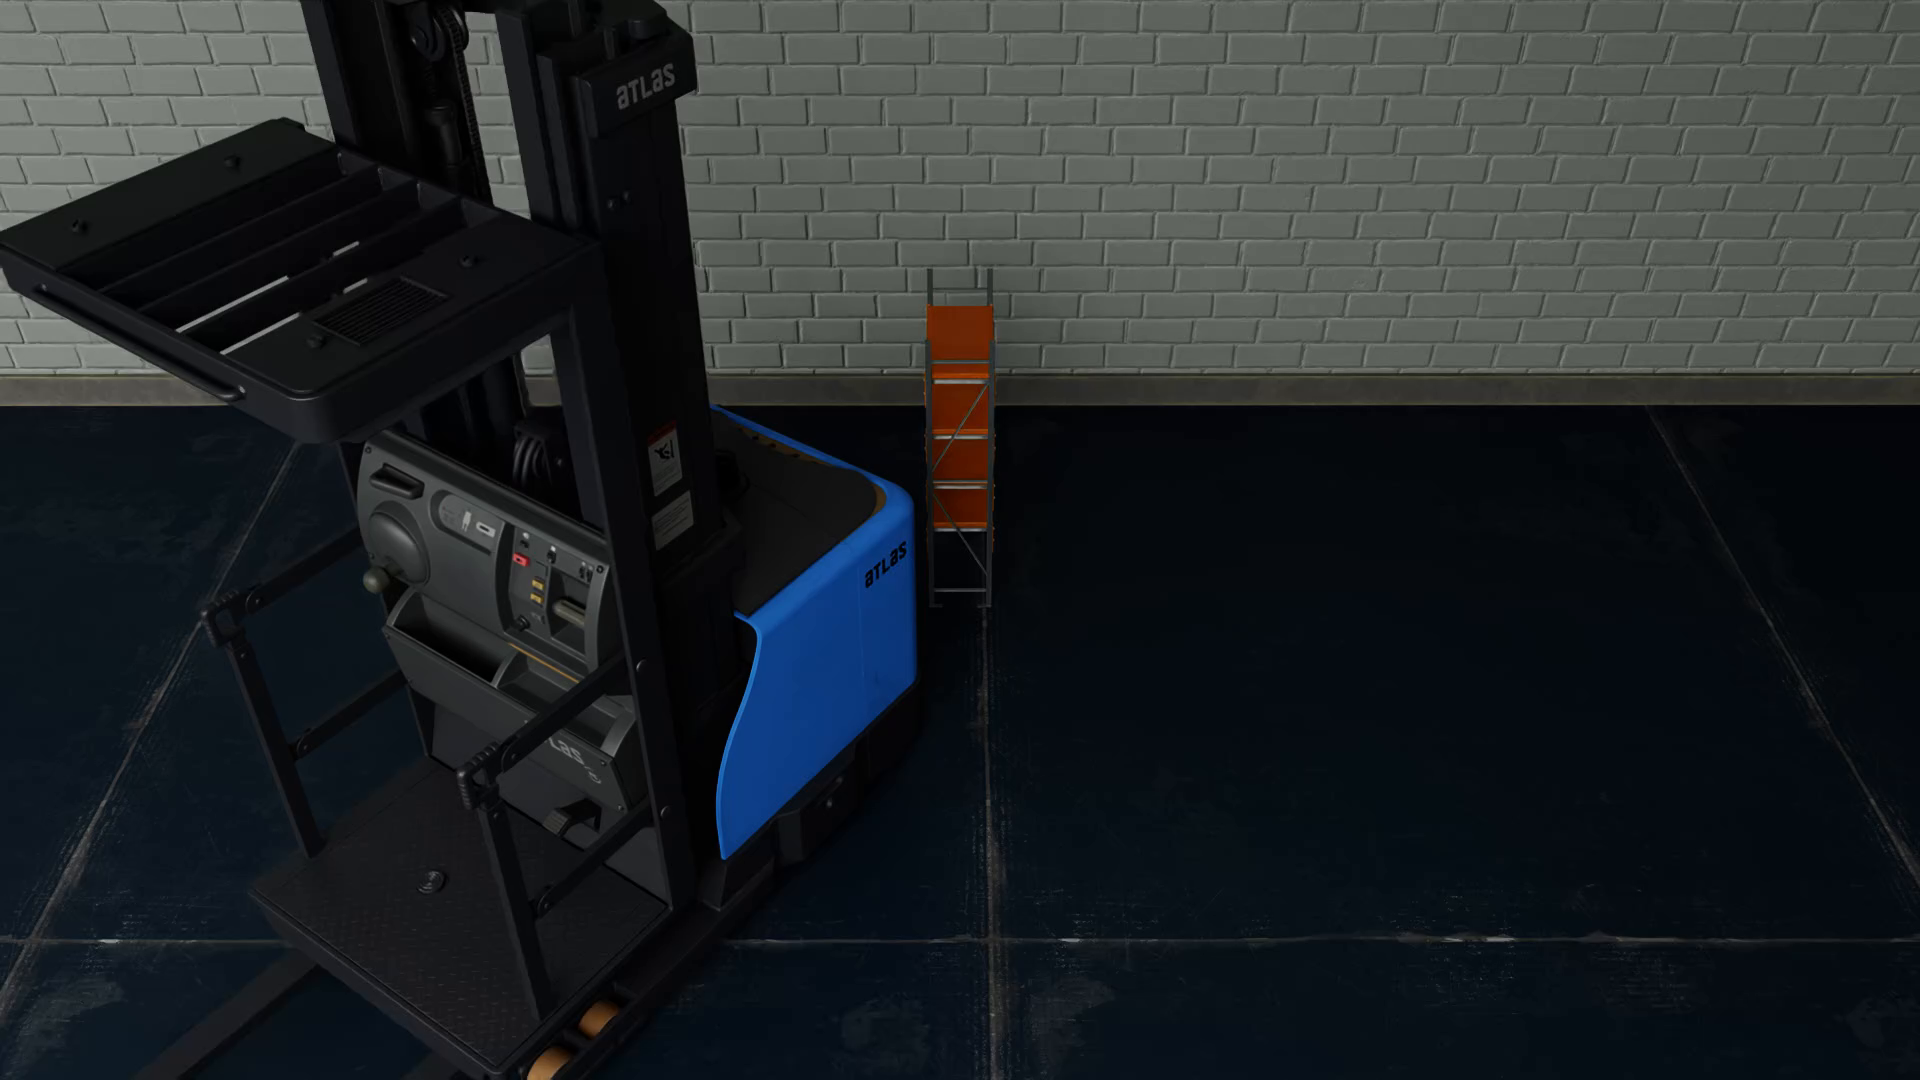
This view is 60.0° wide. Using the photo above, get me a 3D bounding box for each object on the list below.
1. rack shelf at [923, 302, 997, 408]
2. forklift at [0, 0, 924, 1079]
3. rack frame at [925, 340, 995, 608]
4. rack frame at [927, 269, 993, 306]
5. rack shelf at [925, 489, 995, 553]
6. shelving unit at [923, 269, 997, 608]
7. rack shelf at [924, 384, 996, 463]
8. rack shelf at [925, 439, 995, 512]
[{"bbox_3d":[0.000,-0.671,6.000,0.258,0.148,0.480,0,39,0],"label":"rack shelf"},{"bbox_3d":[-1.391,0.118,4.259,1.130,2.935,3.031,24,45,27],"label":"forklift"},{"bbox_3d":[0.000,-0.212,6.055,0.240,1.200,0.015,0,39,0],"label":"rack frame"},{"bbox_3d":[0.000,-0.517,6.436,0.240,1.200,0.015,0,39,0],"label":"rack frame"},{"bbox_3d":[0.000,-0.157,6.412,0.258,0.148,0.480,0,39,0],"label":"rack shelf"},{"bbox_3d":[0.000,-0.365,6.246,0.258,1.200,0.503,0,39,0],"label":"shelving unit"},{"bbox_3d":[0.000,-0.487,6.148,0.258,0.148,0.480,0,39,0],"label":"rack shelf"},{"bbox_3d":[0.000,-0.312,6.288,0.258,0.148,0.480,0,39,0],"label":"rack shelf"}]
